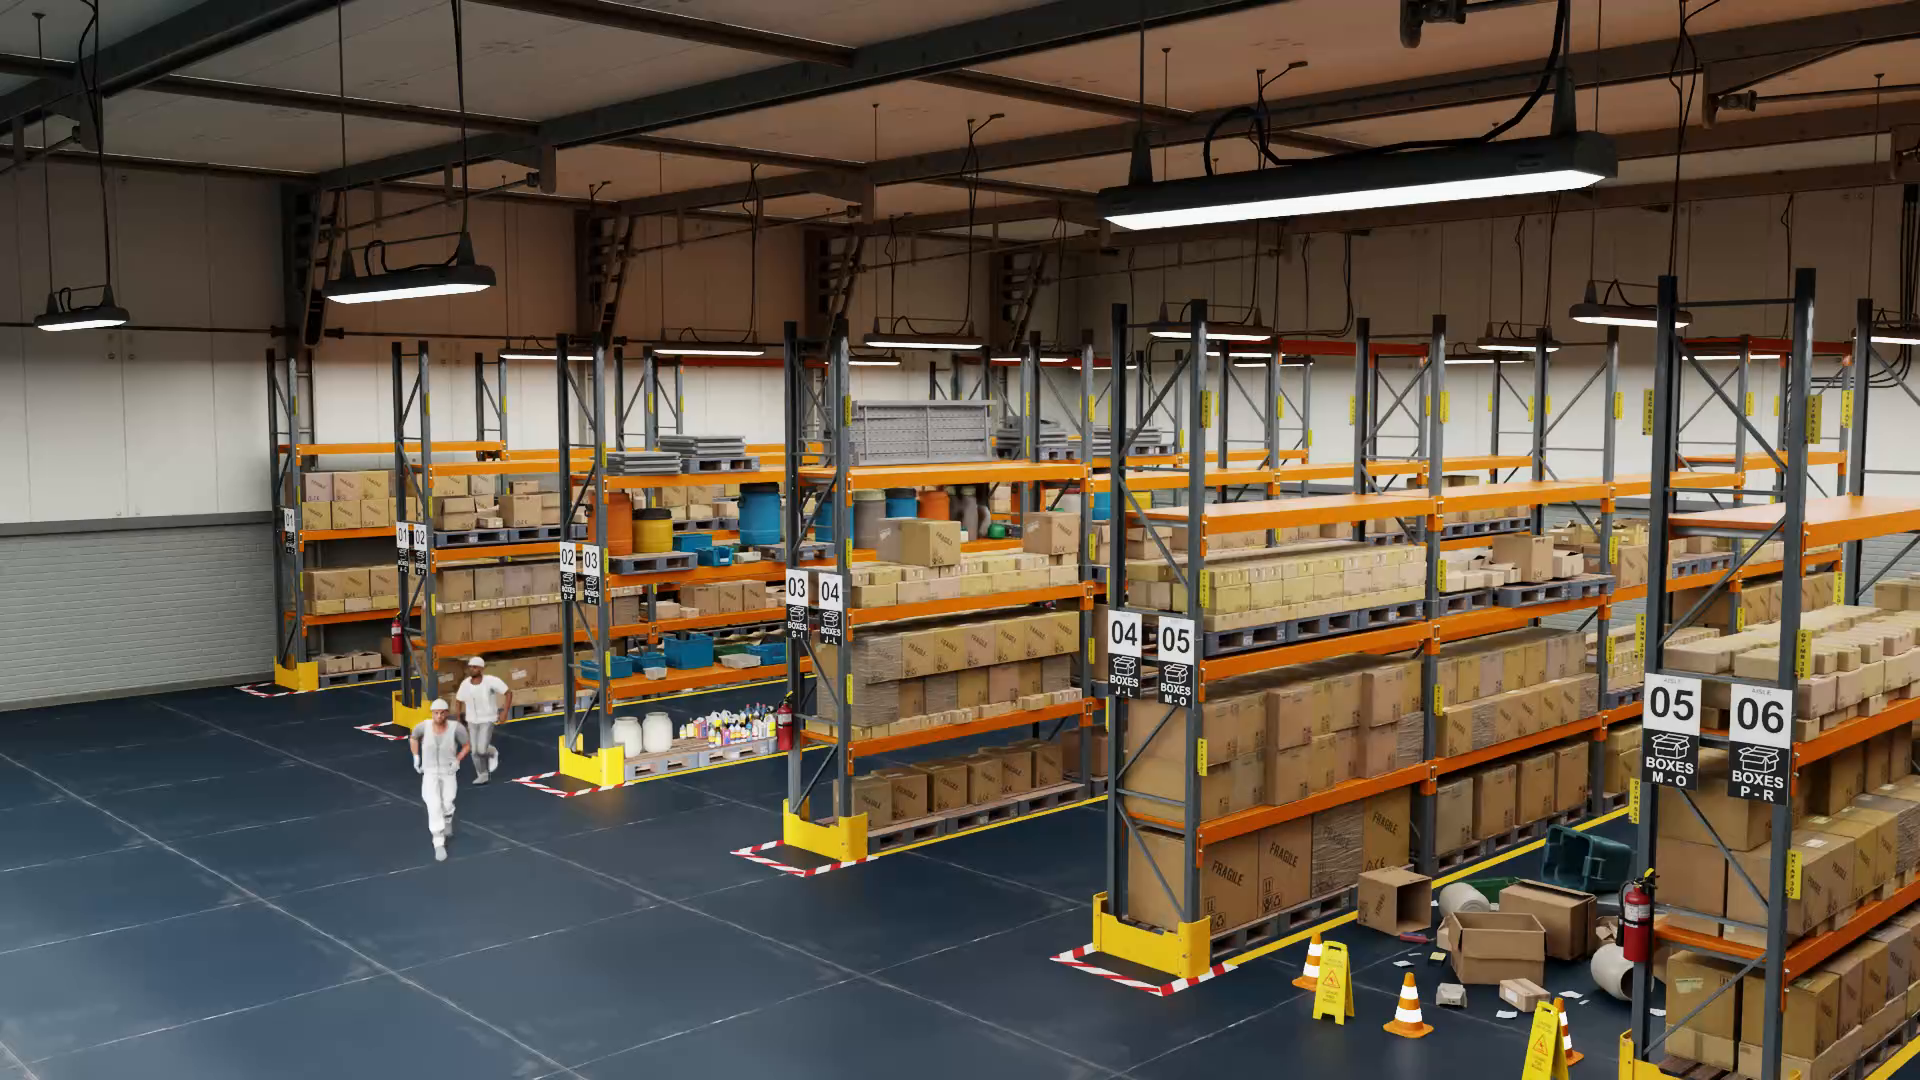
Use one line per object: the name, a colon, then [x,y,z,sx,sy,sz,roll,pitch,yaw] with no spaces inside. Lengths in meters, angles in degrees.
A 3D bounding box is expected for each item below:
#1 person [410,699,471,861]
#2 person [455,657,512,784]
person: [-5.882,2.637,18.849,0.665,1.764,1.054,-1,5,-13]
person: [-6.362,2.401,22.055,0.712,1.717,0.648,1,5,10]
